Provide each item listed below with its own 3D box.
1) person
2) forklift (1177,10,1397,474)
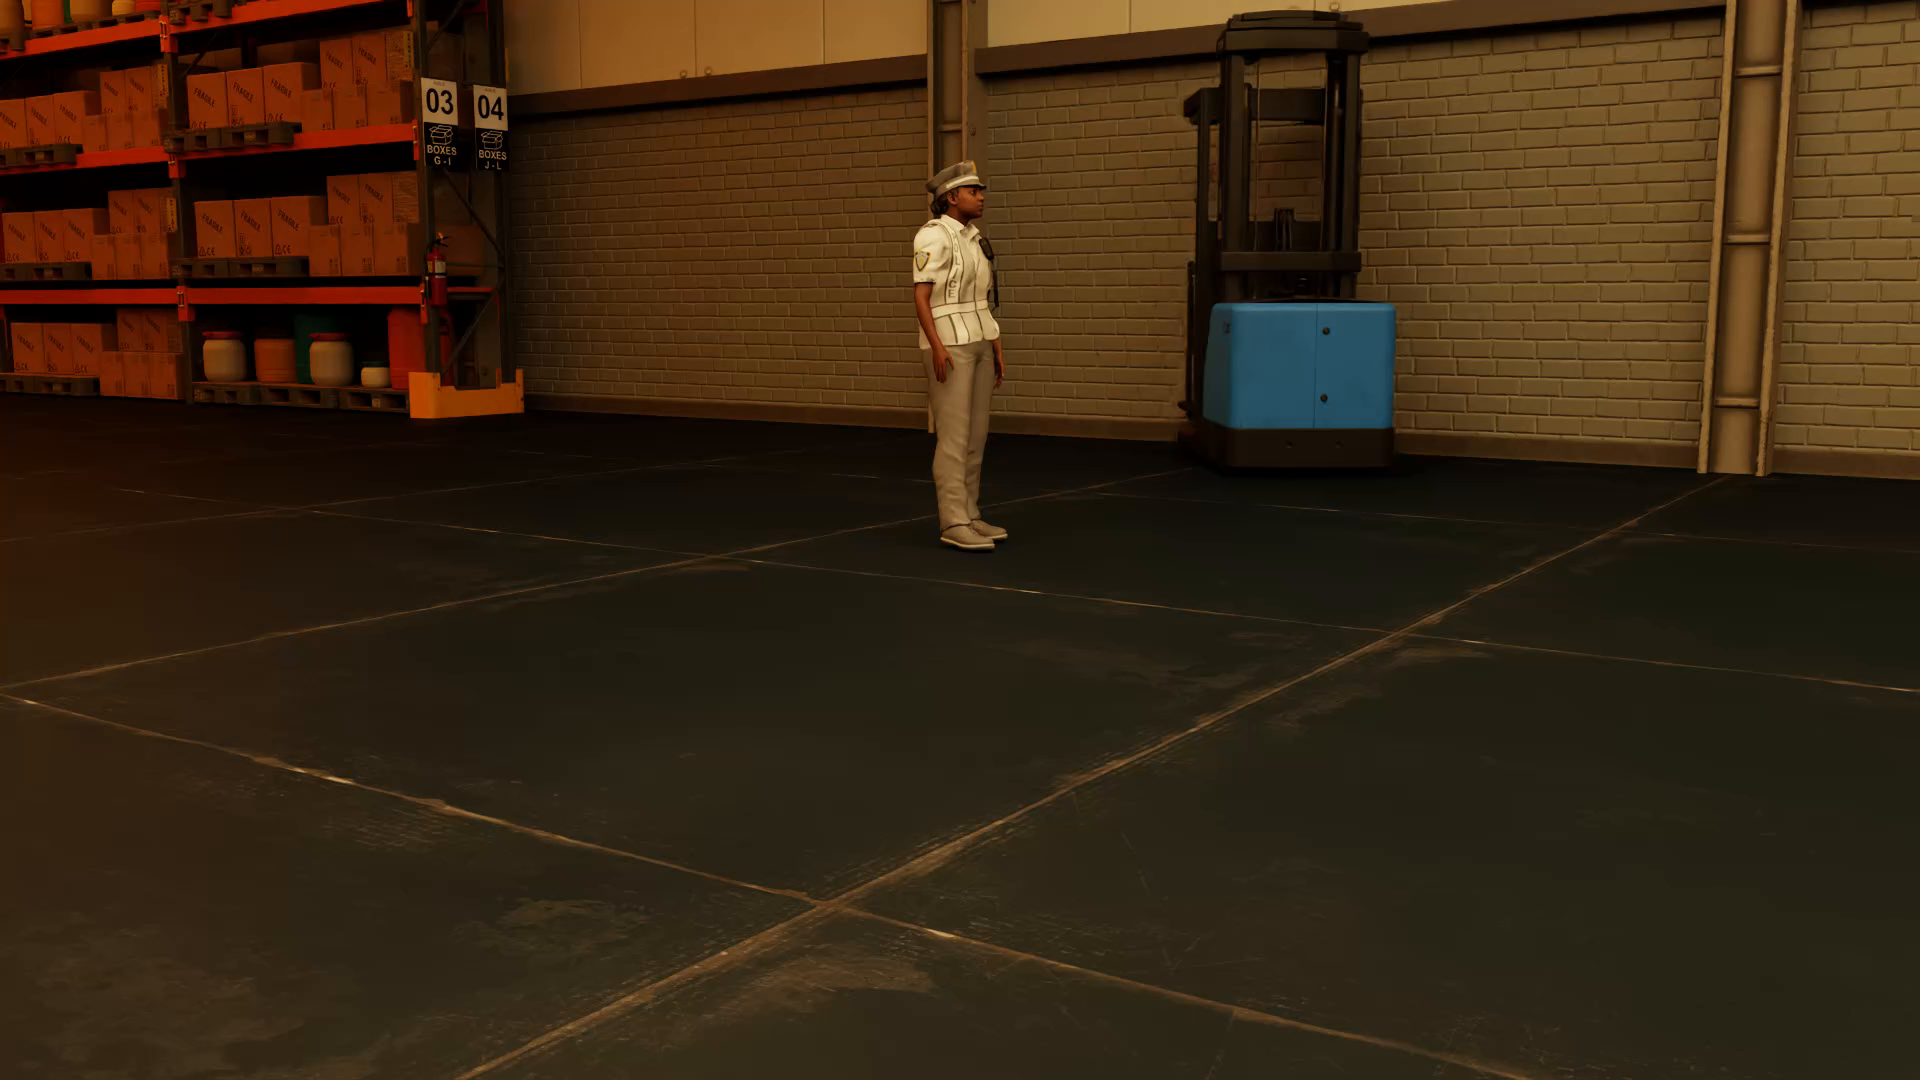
[{"bbox_3d":[0.051,-0.836,7.426,0.530,1.692,0.569,5,10,34],"label":"person"},{"bbox_3d":[2.140,-2.037,11.518,1.130,2.935,3.031,0,8,-1],"label":"forklift"}]
